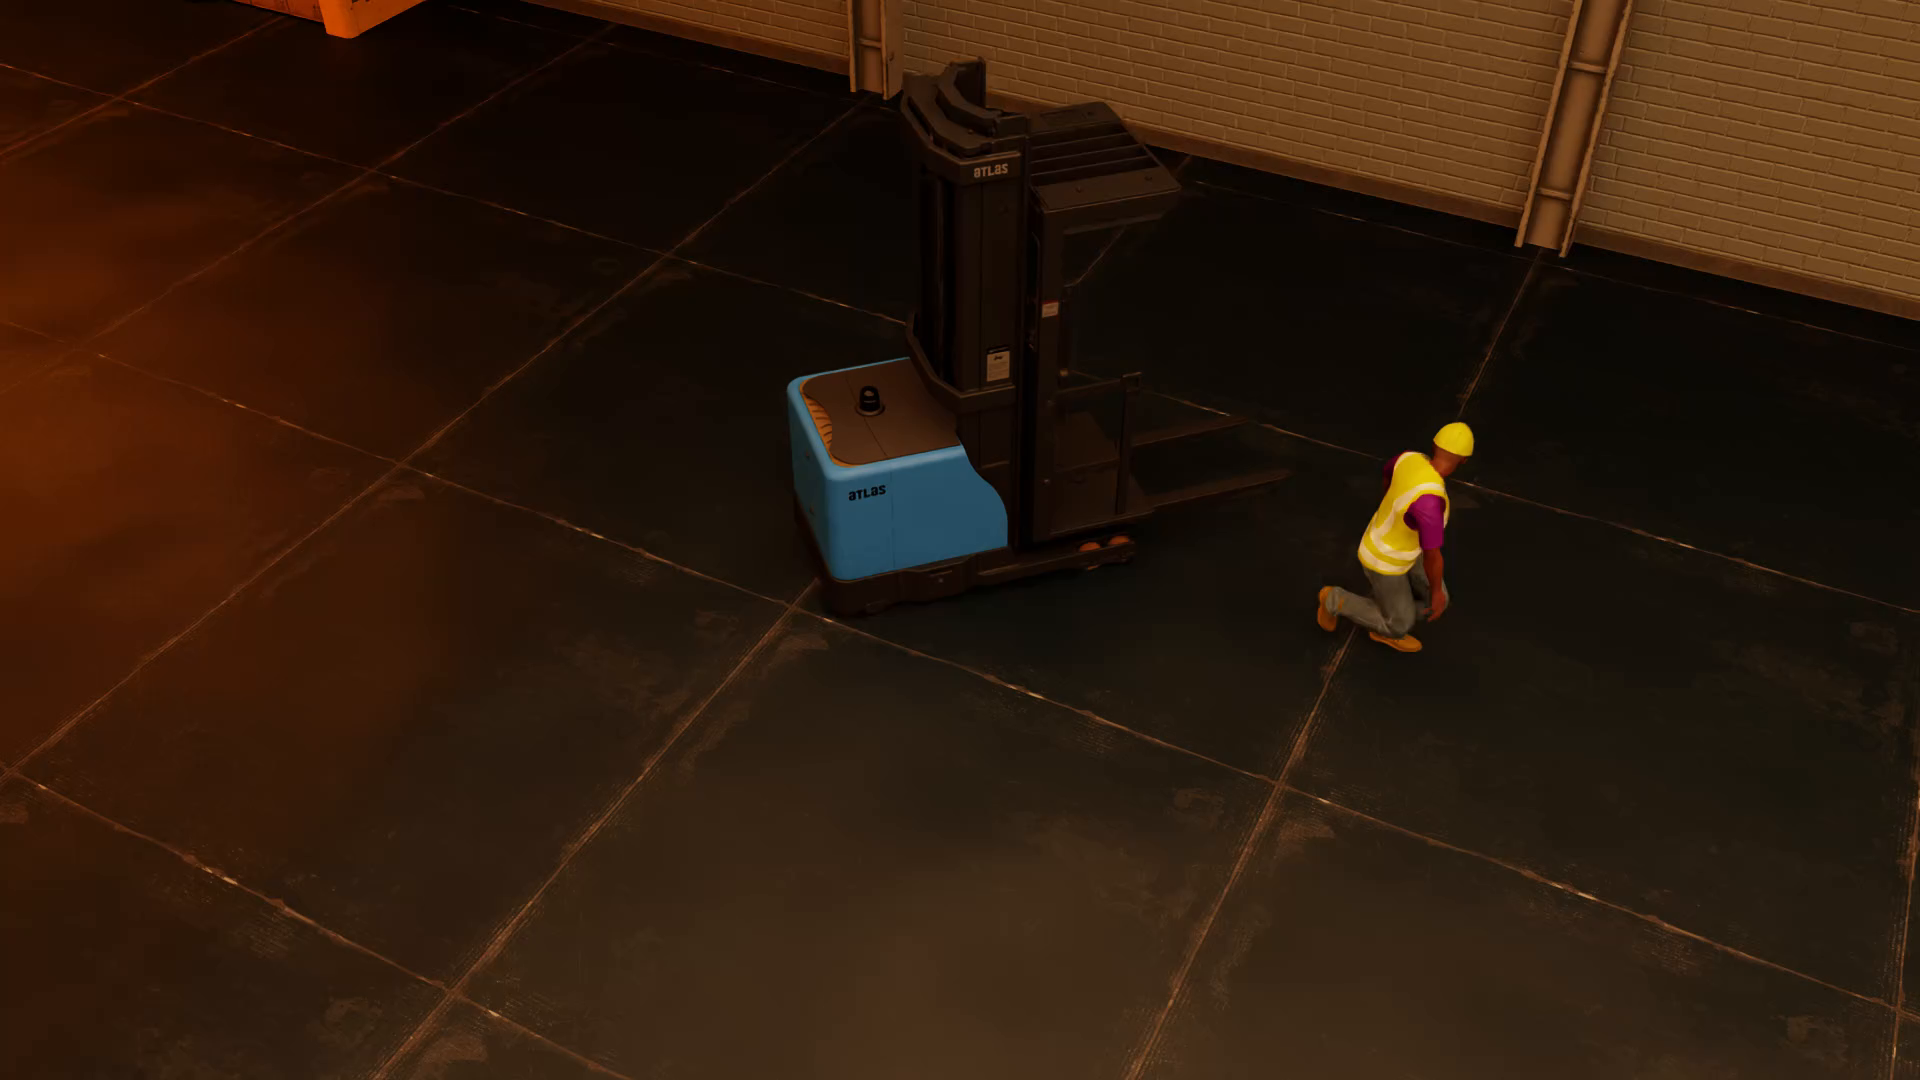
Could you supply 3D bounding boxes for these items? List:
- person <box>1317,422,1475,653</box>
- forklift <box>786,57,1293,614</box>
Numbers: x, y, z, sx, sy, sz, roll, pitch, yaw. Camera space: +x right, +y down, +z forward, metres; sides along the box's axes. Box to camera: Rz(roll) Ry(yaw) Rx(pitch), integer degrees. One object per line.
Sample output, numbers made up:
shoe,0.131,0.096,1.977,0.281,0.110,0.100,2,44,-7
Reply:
person,2.389,-0.017,9.091,0.706,1.543,0.744,17,43,19
forklift,0.545,-1.254,9.475,3.031,2.935,1.130,-12,42,-14
